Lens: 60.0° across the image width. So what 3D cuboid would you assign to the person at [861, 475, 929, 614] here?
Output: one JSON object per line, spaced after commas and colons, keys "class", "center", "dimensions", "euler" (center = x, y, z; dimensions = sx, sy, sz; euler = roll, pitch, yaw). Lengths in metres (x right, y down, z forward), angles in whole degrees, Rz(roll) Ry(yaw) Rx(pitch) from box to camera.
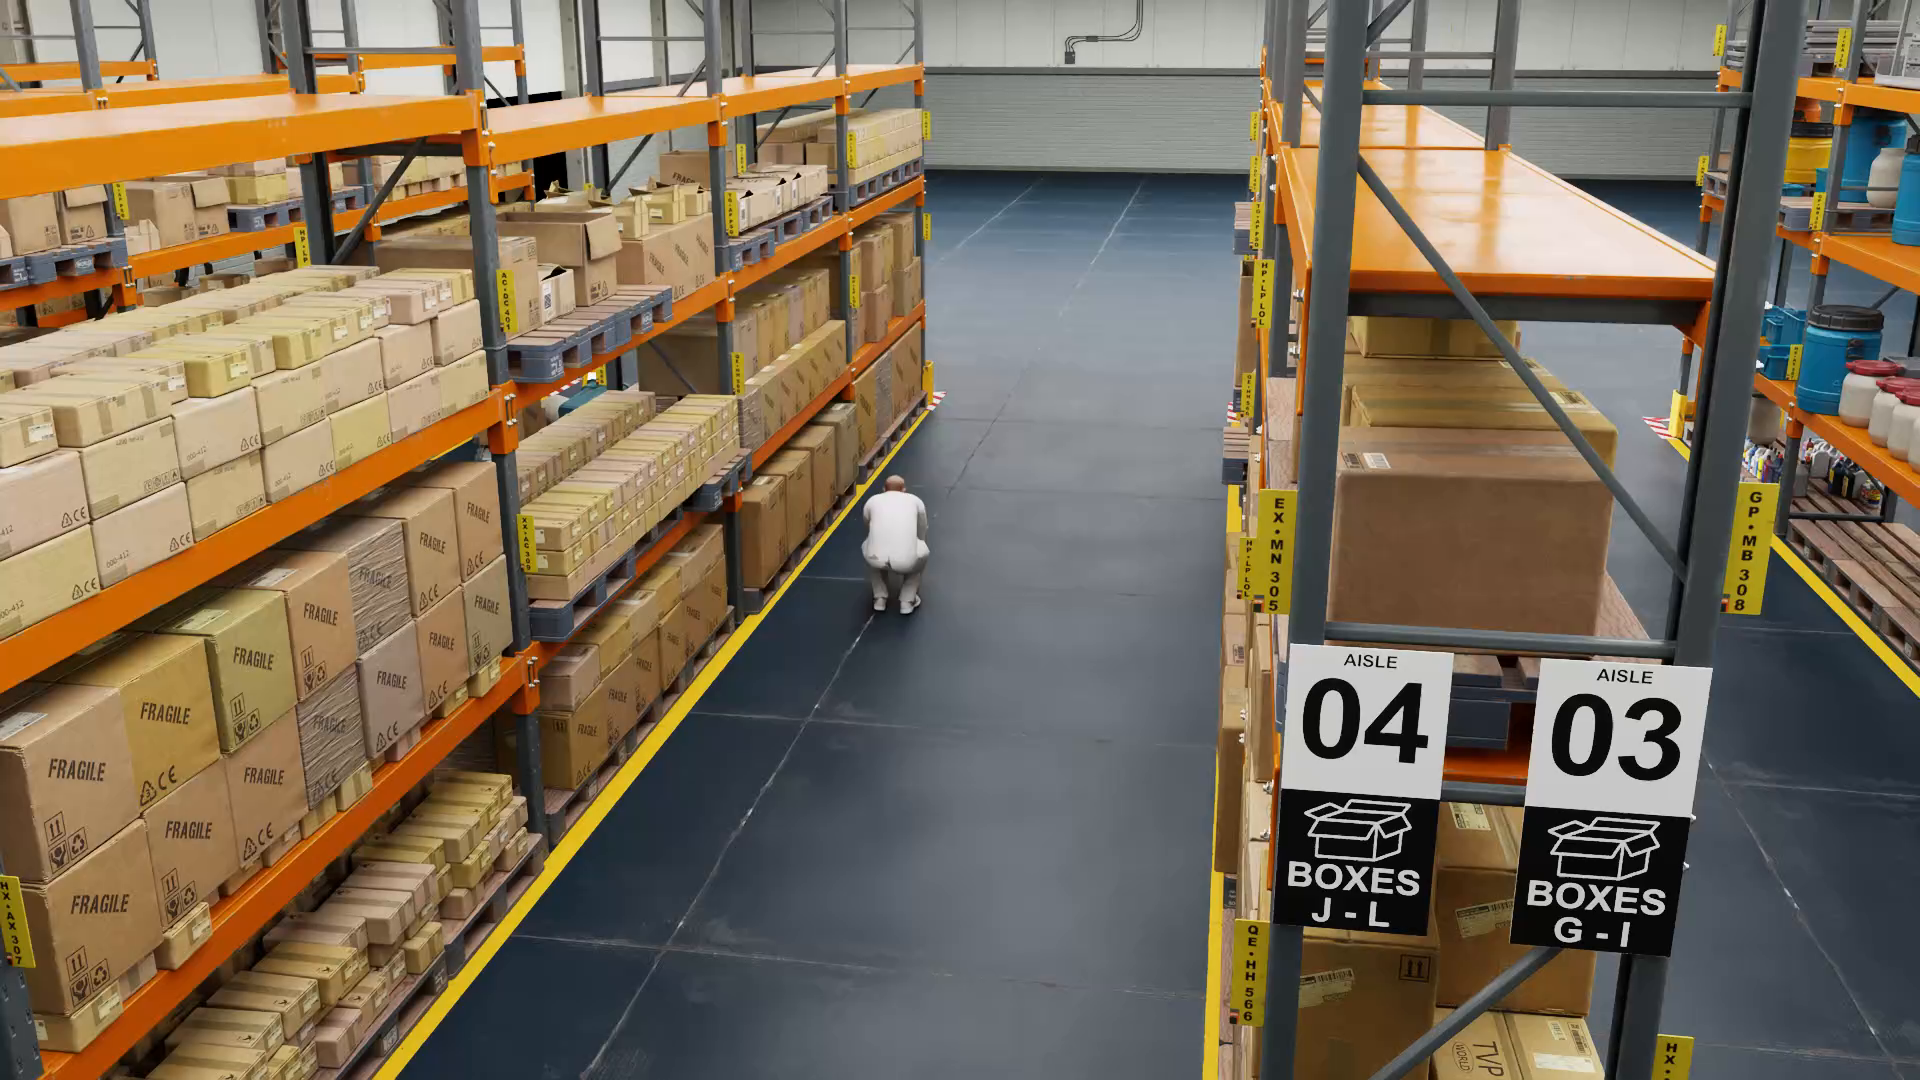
{"class": "person", "center": [-0.528, 0.034, 13.753], "dimensions": [0.575, 1.006, 0.930], "euler": [2, 18, 6]}
